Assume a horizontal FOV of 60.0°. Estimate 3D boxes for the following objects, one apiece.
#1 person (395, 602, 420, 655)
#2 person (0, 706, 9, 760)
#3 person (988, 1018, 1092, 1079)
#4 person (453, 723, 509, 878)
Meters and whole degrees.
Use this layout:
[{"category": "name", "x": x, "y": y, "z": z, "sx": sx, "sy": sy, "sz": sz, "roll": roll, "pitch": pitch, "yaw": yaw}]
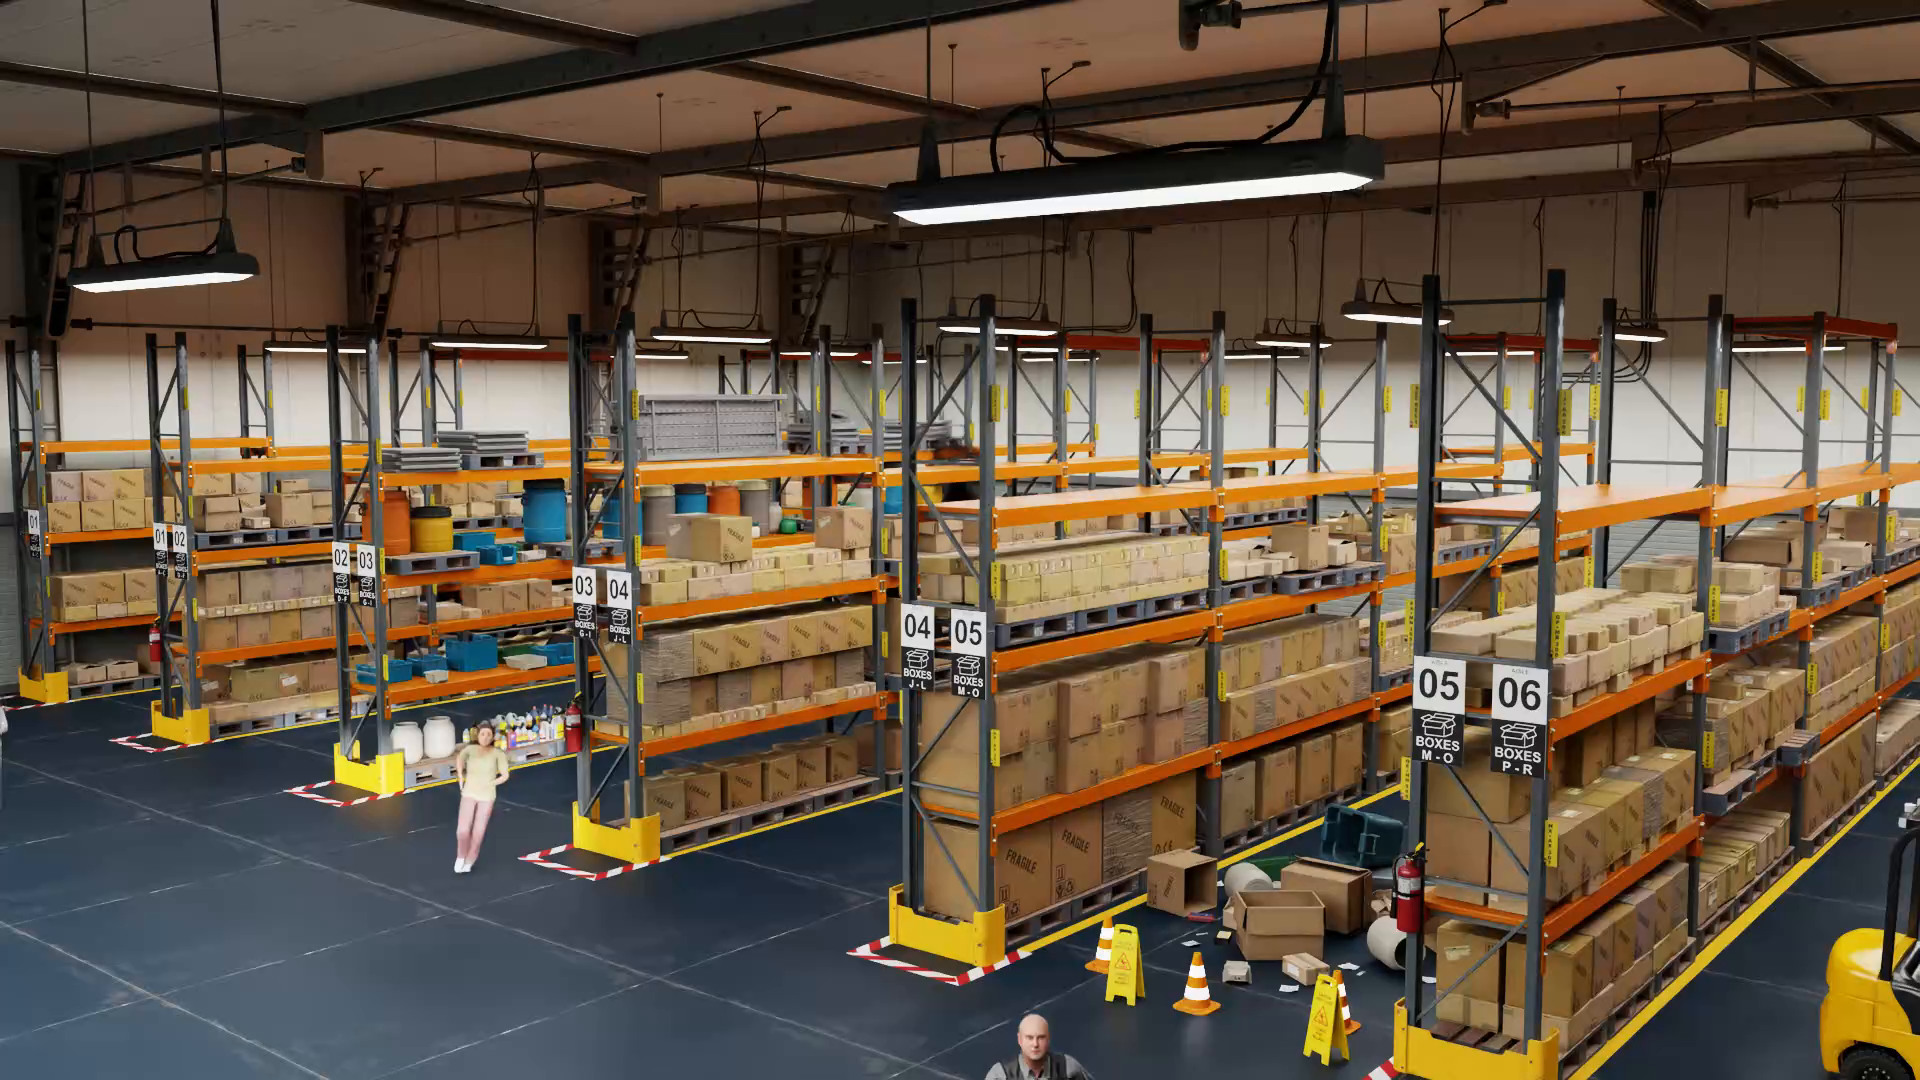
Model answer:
[{"category": "person", "x": -10.021, "y": 1.635, "z": 30.385, "sx": 0.622, "sy": 1.615, "sz": 0.668, "roll": 4, "pitch": 7, "yaw": 38}, {"category": "person", "x": -11.791, "y": 2.559, "z": 20.116, "sx": 0.498, "sy": 1.638, "sz": 0.782, "roll": -4, "pitch": 6, "yaw": -36}, {"category": "person", "x": 0.412, "y": 3.476, "z": 9.125, "sx": 0.671, "sy": 1.774, "sz": 0.828, "roll": 0, "pitch": 5, "yaw": 0}, {"category": "person", "x": -5.102, "y": 2.750, "z": 17.717, "sx": 0.597, "sy": 1.644, "sz": 0.634, "roll": -1, "pitch": 5, "yaw": -10}]
